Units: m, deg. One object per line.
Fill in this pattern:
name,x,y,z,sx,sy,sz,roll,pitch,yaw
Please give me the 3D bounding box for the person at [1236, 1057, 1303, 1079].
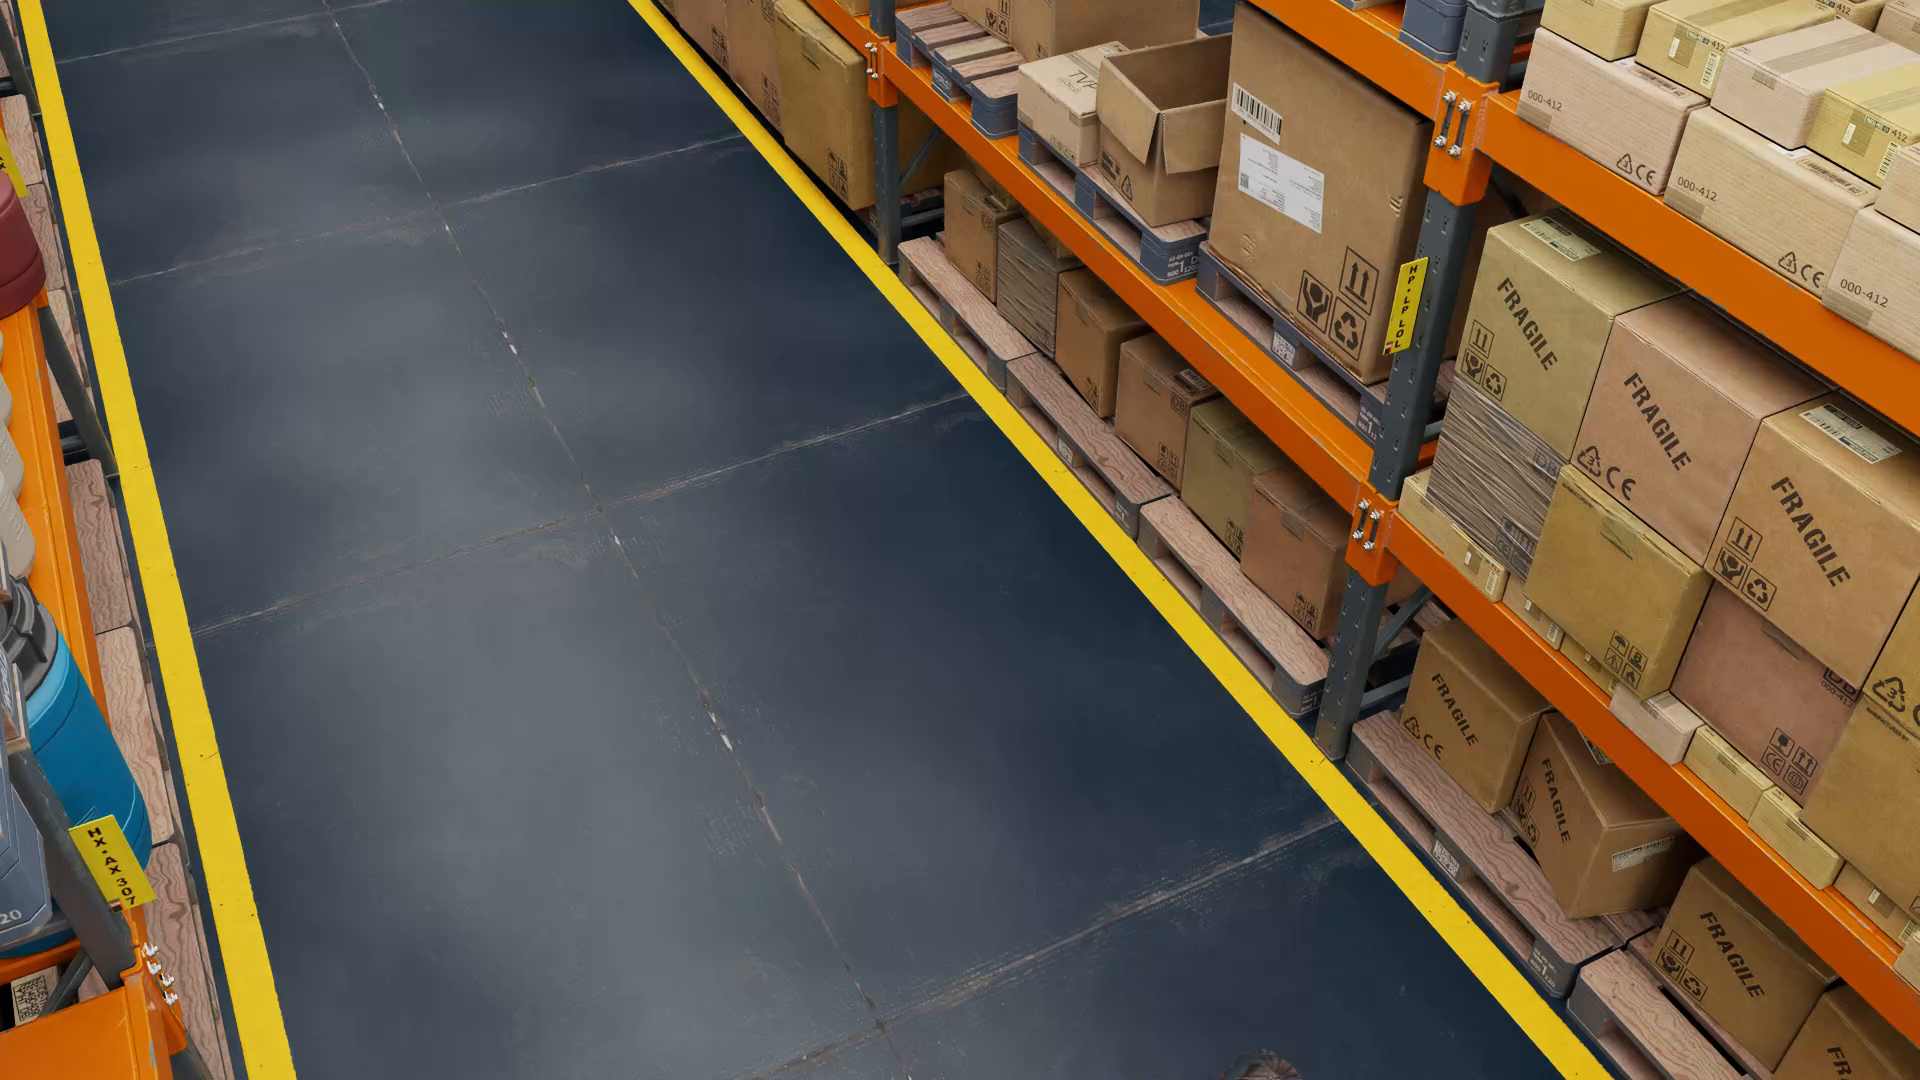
person,0.783,1.844,4.105,0.594,1.617,0.476,-30,49,-29
